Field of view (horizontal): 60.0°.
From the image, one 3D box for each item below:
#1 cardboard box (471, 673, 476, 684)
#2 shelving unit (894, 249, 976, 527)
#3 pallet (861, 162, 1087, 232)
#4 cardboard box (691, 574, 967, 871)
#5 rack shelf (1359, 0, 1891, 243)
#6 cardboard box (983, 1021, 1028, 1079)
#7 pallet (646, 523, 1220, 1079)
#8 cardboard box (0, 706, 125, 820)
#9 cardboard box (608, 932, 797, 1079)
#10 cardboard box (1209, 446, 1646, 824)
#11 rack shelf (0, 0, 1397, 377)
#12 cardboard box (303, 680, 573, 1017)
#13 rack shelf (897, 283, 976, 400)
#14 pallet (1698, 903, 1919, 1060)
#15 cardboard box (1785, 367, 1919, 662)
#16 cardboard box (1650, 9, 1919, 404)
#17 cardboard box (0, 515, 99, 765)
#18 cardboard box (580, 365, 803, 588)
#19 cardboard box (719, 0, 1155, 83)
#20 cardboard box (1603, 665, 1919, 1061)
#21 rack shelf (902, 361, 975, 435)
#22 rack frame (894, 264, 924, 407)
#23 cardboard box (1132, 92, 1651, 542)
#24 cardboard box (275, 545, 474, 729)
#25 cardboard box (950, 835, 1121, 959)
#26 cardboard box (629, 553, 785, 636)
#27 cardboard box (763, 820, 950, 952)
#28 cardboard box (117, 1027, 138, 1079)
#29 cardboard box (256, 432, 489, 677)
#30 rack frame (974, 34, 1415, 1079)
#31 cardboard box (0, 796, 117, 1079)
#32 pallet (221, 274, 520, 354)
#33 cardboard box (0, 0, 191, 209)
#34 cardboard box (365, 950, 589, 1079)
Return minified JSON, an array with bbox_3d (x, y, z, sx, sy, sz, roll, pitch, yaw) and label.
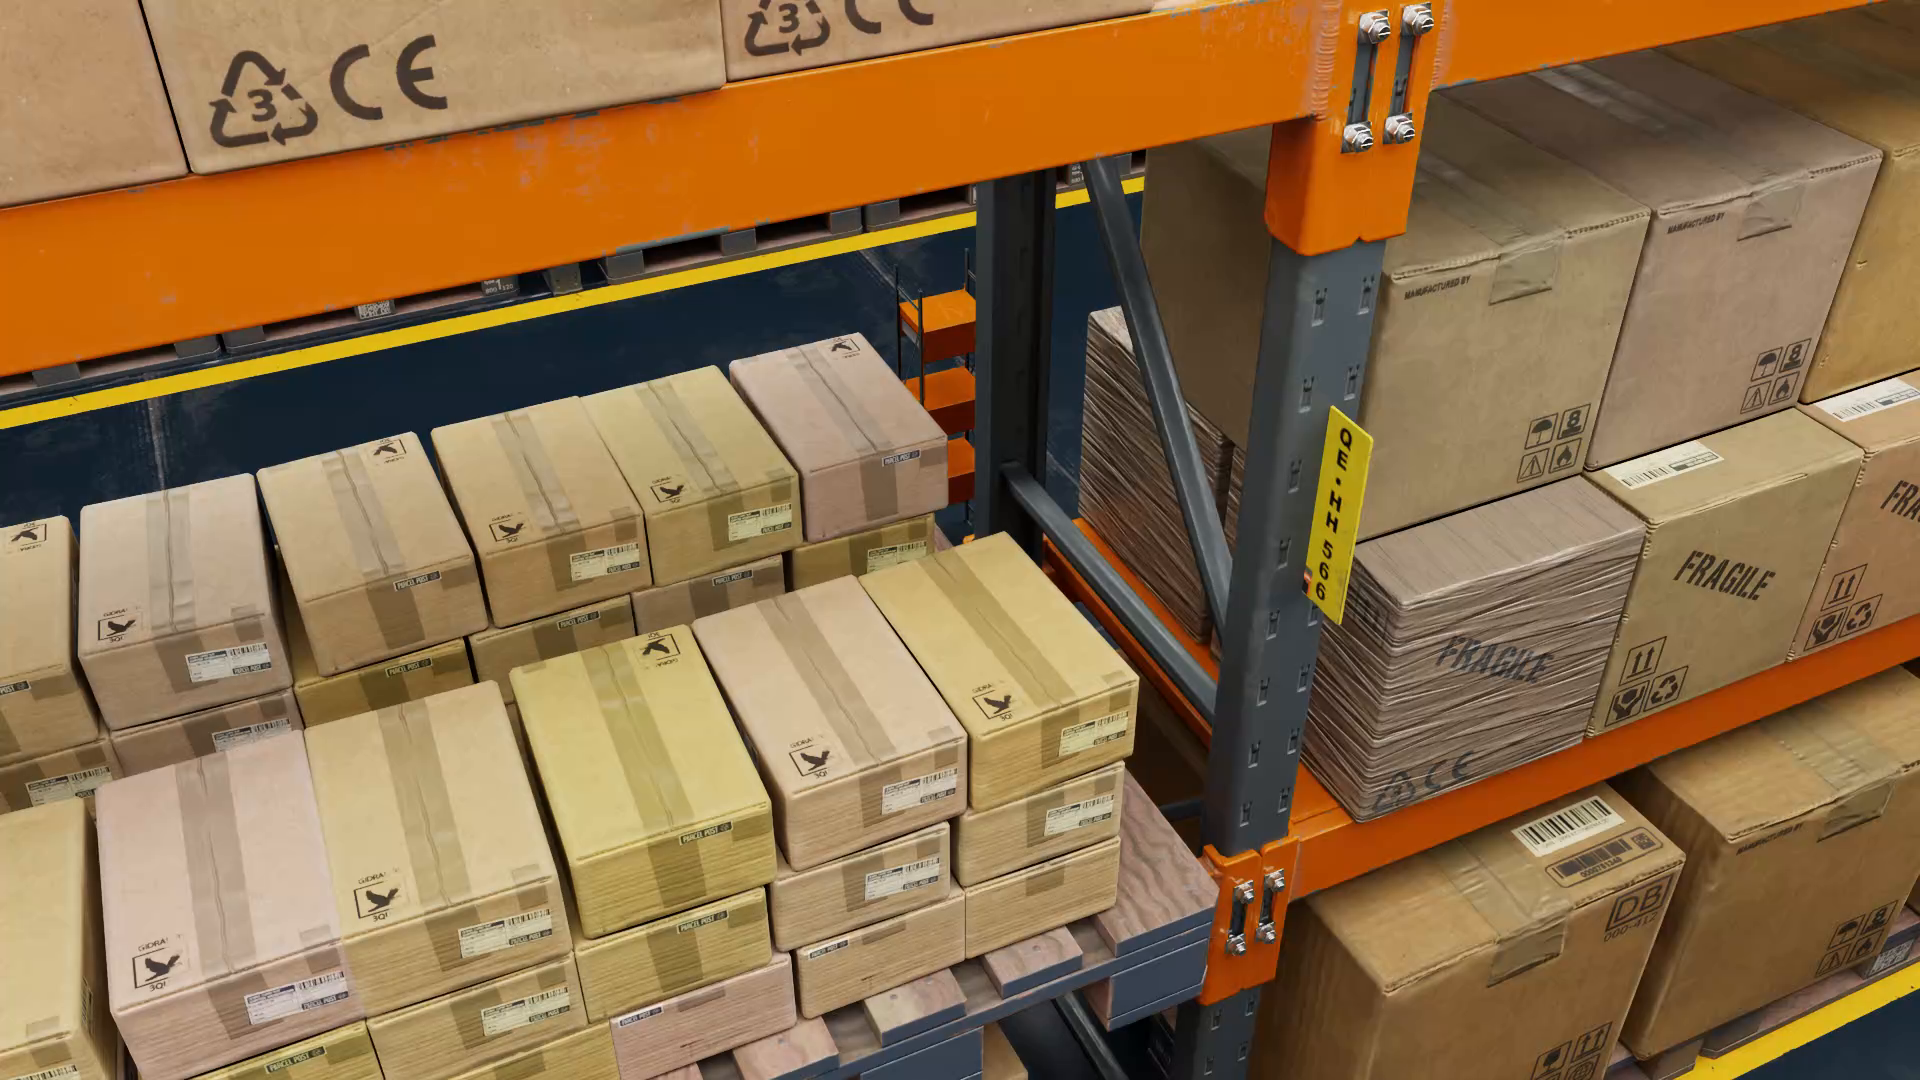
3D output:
[{"bbox_3d":[-0.927,0.253,2.749,0.250,0.149,0.380,-14,39,-18],"label":"cardboard box"},{"bbox_3d":[-0.048,-0.408,5.419,0.252,1.050,0.215,-16,39,-20],"label":"shelving unit"},{"bbox_3d":[-0.090,-1.916,8.156,1.213,0.211,1.003,-16,39,-20],"label":"pallet"},{"bbox_3d":[-0.183,0.238,2.270,0.250,0.149,0.380,-16,39,-20],"label":"cardboard box"},{"bbox_3d":[2.105,-1.311,3.085,4.000,0.370,1.077,-16,39,-20],"label":"rack shelf"},{"bbox_3d":[-0.213,0.960,3.054,0.500,0.250,0.500,-17,40,-21],"label":"cardboard box"},{"bbox_3d":[-0.306,0.426,2.819,1.003,0.211,1.213,-16,39,-20],"label":"pallet"},{"bbox_3d":[-1.394,0.265,2.484,0.250,0.149,0.380,-16,39,-20],"label":"cardboard box"},{"bbox_3d":[-0.415,0.543,2.358,0.250,0.149,0.380,-15,39,-19],"label":"cardboard box"},{"bbox_3d":[0.815,0.103,3.009,0.500,0.500,0.500,-15,39,-19],"label":"cardboard box"},{"bbox_3d":[-1.516,-0.298,1.720,4.000,0.370,1.077,-16,39,-20],"label":"rack shelf"},{"bbox_3d":[-0.660,0.374,2.087,0.250,0.149,0.380,-14,39,-19],"label":"cardboard box"},{"bbox_3d":[-0.048,-0.628,5.256,0.240,0.259,0.215,-16,39,-20],"label":"rack shelf"},{"bbox_3d":[2.143,0.766,4.540,1.213,0.211,1.003,-16,39,-20],"label":"pallet"},{"bbox_3d":[1.731,-0.155,3.357,0.500,0.500,0.500,-16,39,-20],"label":"cardboard box"},{"bbox_3d":[1.626,-0.699,3.251,0.500,0.500,0.700,-16,40,-21],"label":"cardboard box"},{"bbox_3d":[-1.395,0.151,2.388,0.250,0.149,0.380,-14,39,-19],"label":"cardboard box"},{"bbox_3d":[-0.449,-0.114,2.744,0.250,0.149,0.380,-17,40,-21],"label":"cardboard box"},{"bbox_3d":[-0.115,-0.852,1.779,0.500,0.500,0.500,-16,39,-20],"label":"cardboard box"},{"bbox_3d":[1.674,0.517,4.070,0.750,0.750,1.050,-15,39,-19],"label":"cardboard box"},{"bbox_3d":[-0.048,-0.400,5.425,0.240,0.259,0.215,-16,39,-20],"label":"rack shelf"},{"bbox_3d":[-0.159,-0.377,5.377,0.008,1.050,0.200,-16,39,-20],"label":"rack frame"},{"bbox_3d":[0.705,-0.439,2.900,0.500,0.500,0.700,-16,39,-20],"label":"cardboard box"},{"bbox_3d":[-0.942,0.141,2.650,0.250,0.149,0.380,-15,39,-20],"label":"cardboard box"},{"bbox_3d":[0.043,0.416,2.529,0.250,0.149,0.380,-15,39,-19],"label":"cardboard box"},{"bbox_3d":[-0.473,0.008,2.830,0.250,0.149,0.380,-14,39,-18],"label":"cardboard box"},{"bbox_3d":[-0.200,0.363,2.351,0.250,0.149,0.380,-14,39,-18],"label":"cardboard box"},{"bbox_3d":[-1.126,0.622,2.002,0.250,0.149,0.380,-15,39,-19],"label":"cardboard box"},{"bbox_3d":[-0.912,0.013,2.574,0.250,0.149,0.380,-17,40,-22],"label":"cardboard box"},{"bbox_3d":[0.294,0.111,3.082,0.127,3.000,1.000,-16,39,-20],"label":"rack frame"},{"bbox_3d":[-1.126,0.502,1.914,0.250,0.149,0.380,-14,39,-18],"label":"cardboard box"},{"bbox_3d":[-2.646,-1.254,7.263,1.213,0.211,1.003,-16,39,-20],"label":"pallet"},{"bbox_3d":[-1.016,-0.594,1.431,0.500,0.500,0.500,-16,39,-20],"label":"cardboard box"},{"bbox_3d":[-0.664,0.494,2.175,0.250,0.149,0.380,-16,39,-20],"label":"cardboard box"}]
